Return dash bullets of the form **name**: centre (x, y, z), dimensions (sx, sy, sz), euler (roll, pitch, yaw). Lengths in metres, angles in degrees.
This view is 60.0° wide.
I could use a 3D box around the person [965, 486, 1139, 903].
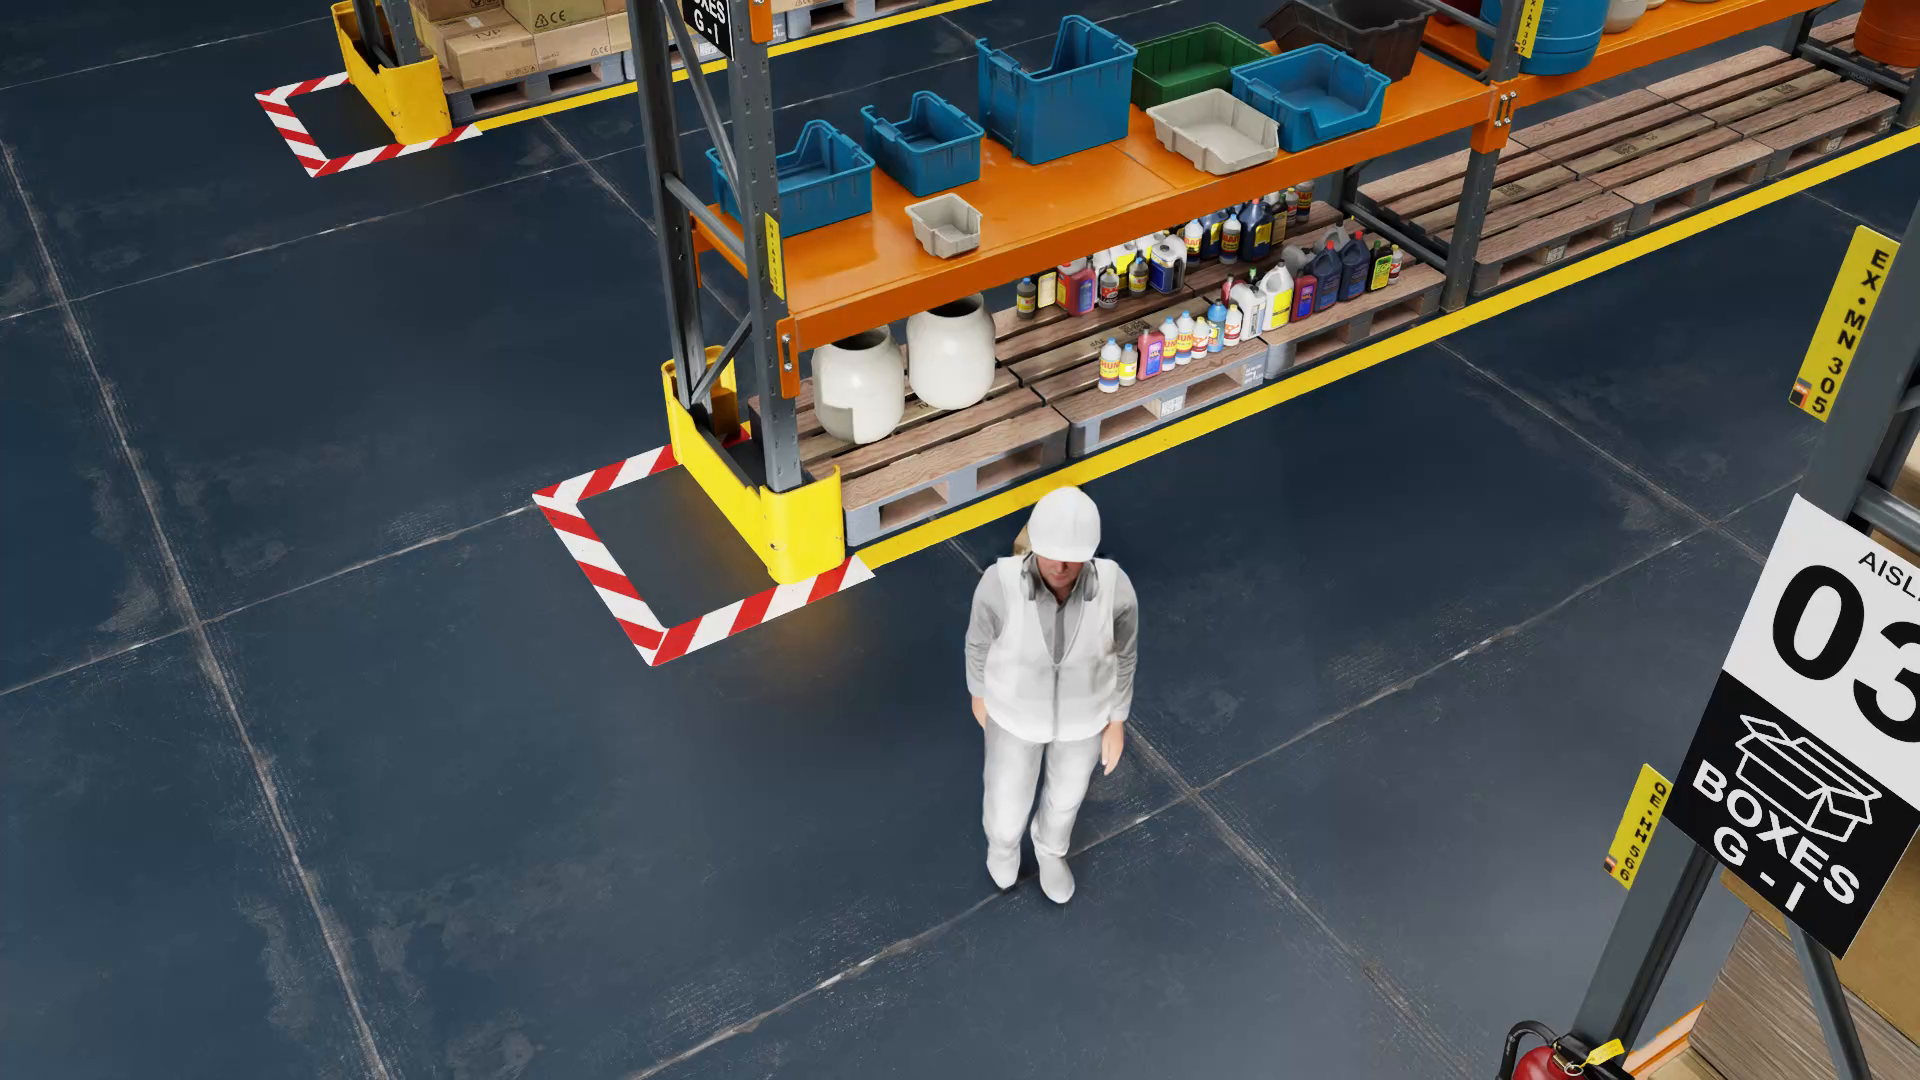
- **person**: centre (0.295, 0.579, 5.435), dimensions (0.546, 1.790, 0.438), euler (-2, 41, -3)
